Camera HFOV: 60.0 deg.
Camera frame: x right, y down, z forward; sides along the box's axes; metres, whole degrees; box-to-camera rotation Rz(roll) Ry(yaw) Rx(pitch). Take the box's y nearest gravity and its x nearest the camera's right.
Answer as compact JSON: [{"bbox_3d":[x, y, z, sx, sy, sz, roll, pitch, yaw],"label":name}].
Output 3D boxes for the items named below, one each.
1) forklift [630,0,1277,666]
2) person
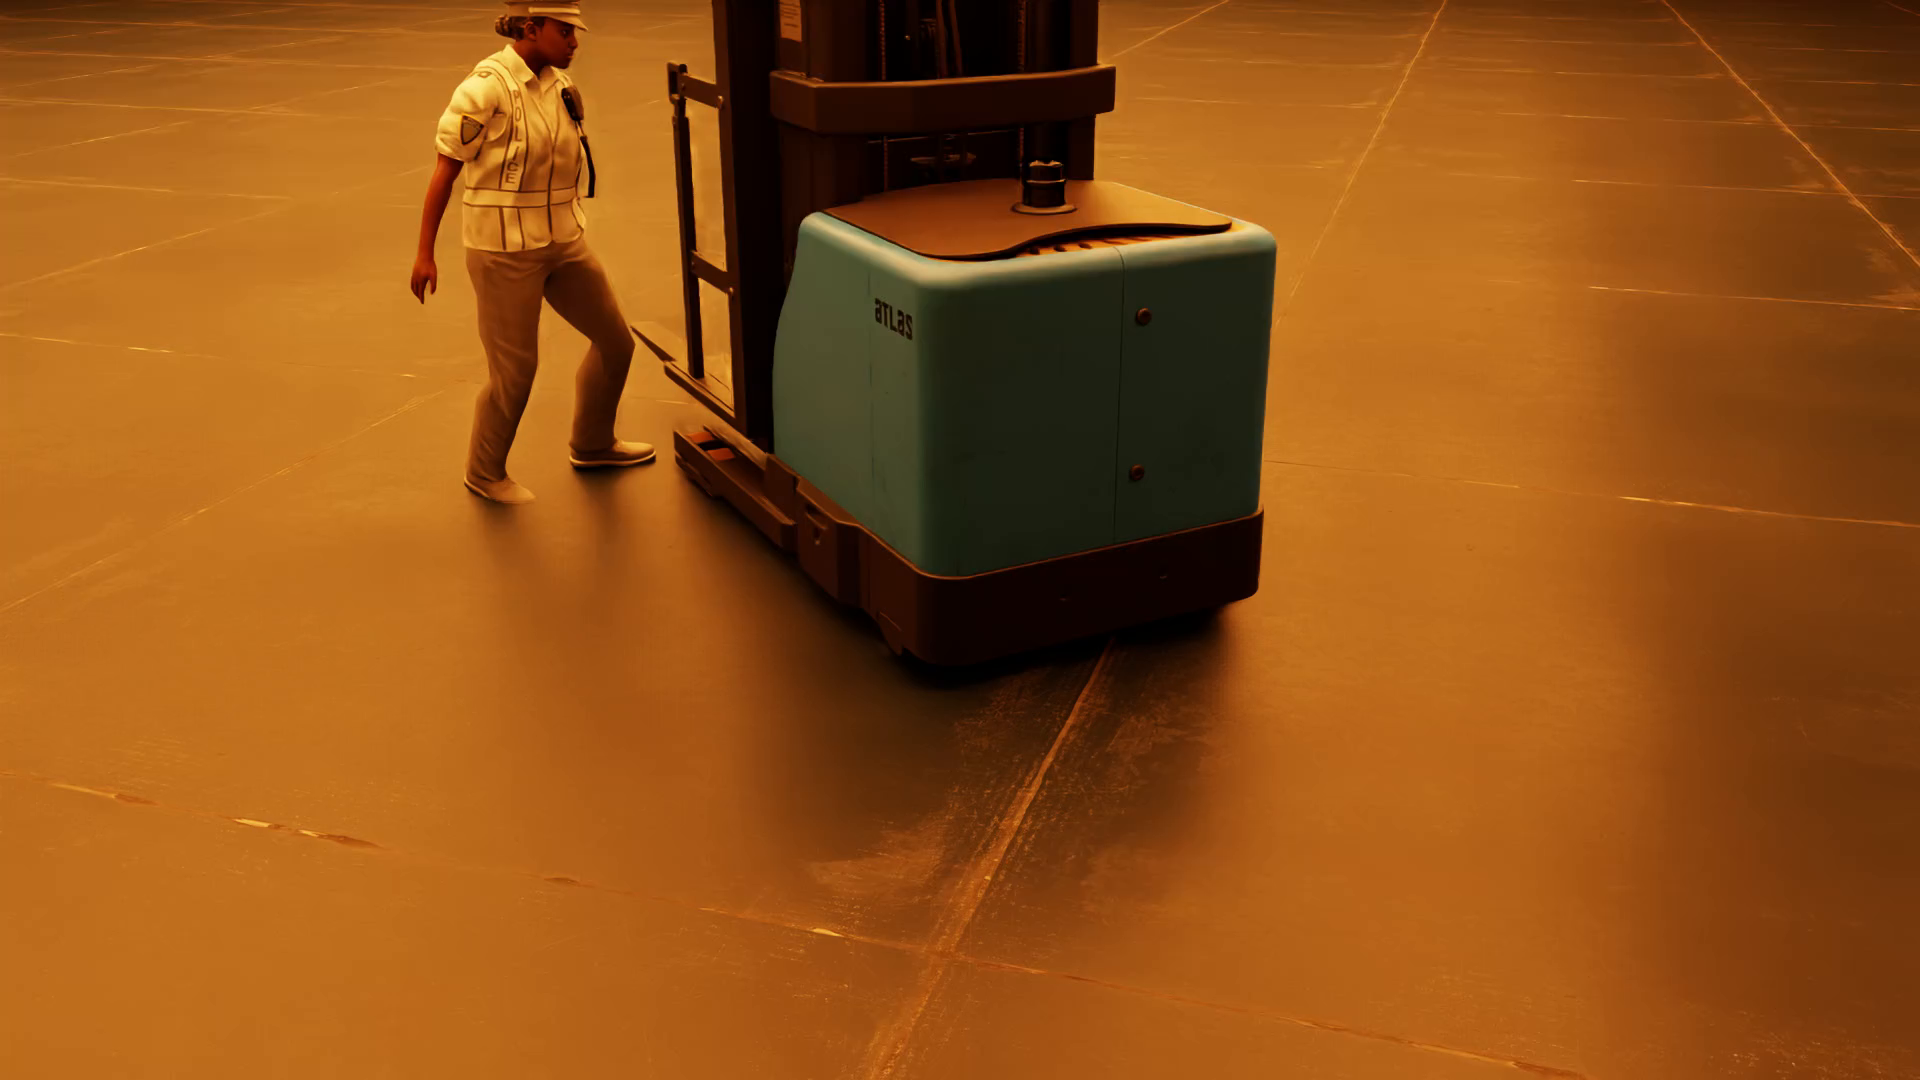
[{"bbox_3d":[-0.308,-1.562,5.062,1.130,2.935,3.031,-11,25,-26],"label":"forklift"},{"bbox_3d":[-1.362,-0.906,5.257,0.425,1.638,0.812,15,27,32],"label":"person"}]
